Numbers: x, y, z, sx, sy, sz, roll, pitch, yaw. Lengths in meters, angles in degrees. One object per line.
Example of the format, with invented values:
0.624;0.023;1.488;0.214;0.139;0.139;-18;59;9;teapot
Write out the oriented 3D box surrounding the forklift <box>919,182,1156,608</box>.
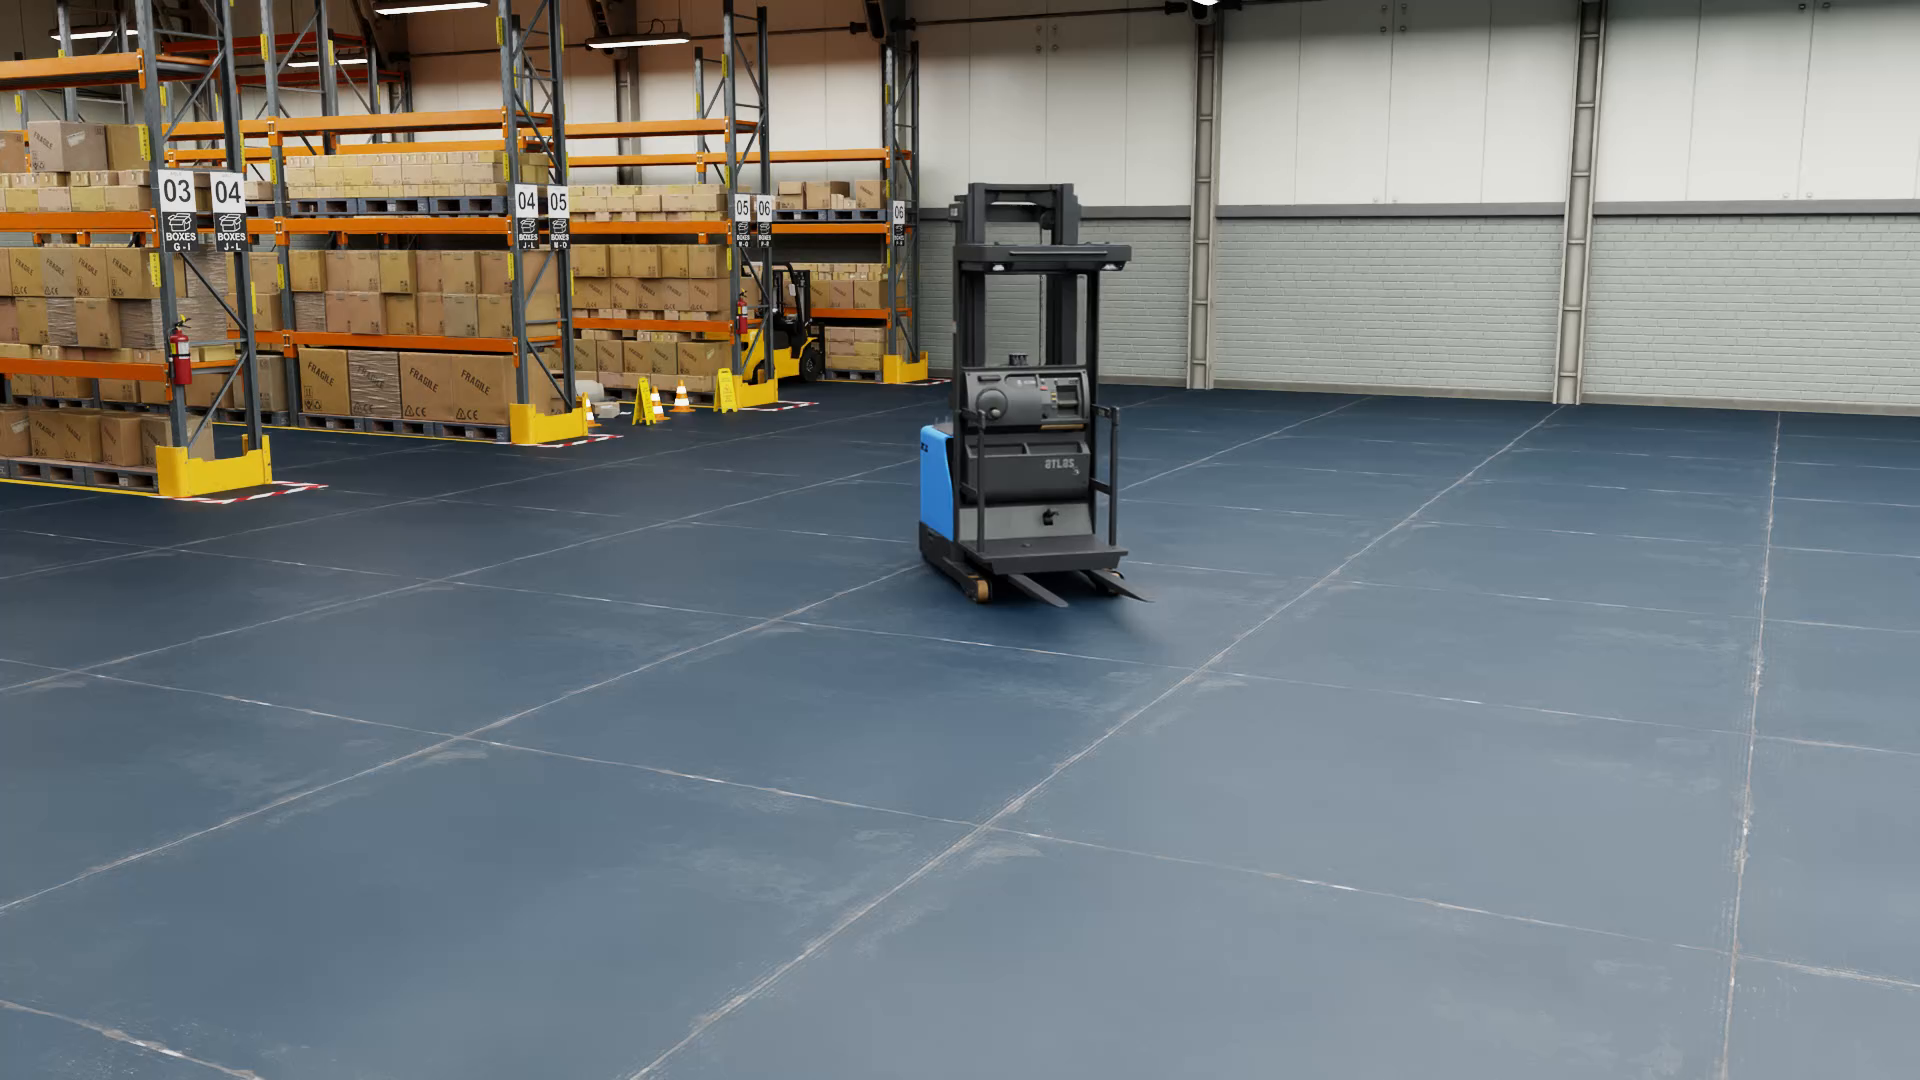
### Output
0.552;-1.073;11.927;1.130;2.935;3.031;-3;11;-15;forklift

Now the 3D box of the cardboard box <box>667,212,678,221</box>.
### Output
-4.303;-4.986;25.637;0.250;0.149;0.380;5;11;26;cardboard box

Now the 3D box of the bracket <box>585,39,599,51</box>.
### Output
-7.143;-9.742;32.685;0.430;0.232;0.235;5;11;26;bracket

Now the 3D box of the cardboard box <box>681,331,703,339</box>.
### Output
-5.068;-3.764;32.094;0.625;0.625;0.875;6;12;28;cardboard box

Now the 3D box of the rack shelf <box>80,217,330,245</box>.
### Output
-10.681;-4.375;23.577;4.000;0.370;1.077;5;11;26;rack shelf

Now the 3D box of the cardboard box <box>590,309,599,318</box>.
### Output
-5.687;-3.625;26.543;0.250;0.149;0.380;5;11;26;cardboard box

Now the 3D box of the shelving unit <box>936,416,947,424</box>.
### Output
-0.048;-0.521;14.160;0.252;1.050;0.215;5;11;26;shelving unit

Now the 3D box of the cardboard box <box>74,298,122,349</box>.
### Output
-8.568;-2.259;17.175;0.500;0.500;0.875;5;11;26;cardboard box

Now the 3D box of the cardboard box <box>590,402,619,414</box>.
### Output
-5.269;-1.956;24.621;0.380;0.149;0.250;-7;12;-33;cardboard box

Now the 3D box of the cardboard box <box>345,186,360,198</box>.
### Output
-7.798;-4.540;21.718;0.250;0.149;0.380;5;11;25;cardboard box

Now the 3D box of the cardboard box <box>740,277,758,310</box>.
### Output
-3.503;-3.856;25.995;0.500;0.500;0.500;5;11;25;cardboard box

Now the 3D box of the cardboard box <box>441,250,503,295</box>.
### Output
-6.150;-3.449;21.412;0.550;0.550;0.875;5;11;26;cardboard box

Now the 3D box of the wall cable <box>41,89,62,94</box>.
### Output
-21.173;-8.775;37.341;0.133;3.039;2.988;5;11;26;wall cable

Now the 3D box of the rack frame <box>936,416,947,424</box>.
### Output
-0.157;-0.530;14.213;0.008;1.050;0.200;5;11;26;rack frame

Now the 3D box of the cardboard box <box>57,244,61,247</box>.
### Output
-17.087;-5.618;31.940;0.250;0.149;0.380;5;12;27;cardboard box

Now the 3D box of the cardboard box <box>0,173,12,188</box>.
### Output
-9.831;-3.738;17.339;0.250;0.149;0.380;5;11;25;cardboard box

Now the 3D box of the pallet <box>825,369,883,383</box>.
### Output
-1.712;-3.053;30.506;1.213;0.211;1.003;5;11;26;pallet

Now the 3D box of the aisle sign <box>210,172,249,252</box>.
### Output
-7.397;-3.318;16.841;0.004;0.787;0.394;5;11;26;aisle sign

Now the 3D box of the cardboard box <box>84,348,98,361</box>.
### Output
-8.827;-1.941;17.239;0.250;0.149;0.380;5;11;26;cardboard box

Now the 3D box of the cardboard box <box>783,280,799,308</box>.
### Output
-2.942;-4.538;30.601;0.500;0.500;0.500;5;11;26;cardboard box

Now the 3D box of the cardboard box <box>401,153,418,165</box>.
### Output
-6.892;-4.853;21.206;0.250;0.149;0.380;5;11;25;cardboard box

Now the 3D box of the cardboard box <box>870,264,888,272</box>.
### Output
-1.422;-4.881;29.838;0.250;0.149;0.380;5;11;26;cardboard box

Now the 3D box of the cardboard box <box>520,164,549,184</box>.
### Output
-5.619;-4.663;21.277;0.500;0.250;0.500;5;11;26;cardboard box

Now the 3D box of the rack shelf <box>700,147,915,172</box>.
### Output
-2.801;-6.930;30.398;4.000;0.370;1.077;5;11;26;rack shelf

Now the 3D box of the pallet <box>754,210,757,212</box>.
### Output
-3.818;-6.056;31.095;1.213;0.211;1.003;5;11;26;pallet

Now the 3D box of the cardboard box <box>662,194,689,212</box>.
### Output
-4.223;-5.166;25.516;0.500;0.250;0.500;5;11;25;cardboard box

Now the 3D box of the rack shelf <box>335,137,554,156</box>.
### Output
-8.581;-6.452;27.757;4.000;0.370;1.077;5;11;26;rack shelf

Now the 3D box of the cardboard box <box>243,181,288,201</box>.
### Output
-9.592;-4.783;22.775;0.500;0.250;0.500;5;11;26;cardboard box

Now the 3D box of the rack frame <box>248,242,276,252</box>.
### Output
-15.356;-5.632;36.928;0.127;3.000;1.000;5;11;26;rack frame

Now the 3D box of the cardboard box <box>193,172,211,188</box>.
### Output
-7.730;-3.653;16.869;0.250;0.149;0.380;5;11;25;cardboard box

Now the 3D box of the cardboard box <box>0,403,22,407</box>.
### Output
-10.832;-1.250;18.552;0.500;0.500;0.500;5;11;24;cardboard box

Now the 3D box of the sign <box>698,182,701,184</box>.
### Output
-4.826;-6.484;30.879;0.005;0.325;0.100;5;11;26;sign

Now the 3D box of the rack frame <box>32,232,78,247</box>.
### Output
-17.549;-4.839;32.546;0.127;3.000;1.000;5;11;26;rack frame

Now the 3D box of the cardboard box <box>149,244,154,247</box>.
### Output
-14.787;-5.417;30.830;0.250;0.149;0.380;5;11;26;cardboard box

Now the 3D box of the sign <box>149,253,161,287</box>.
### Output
-7.849;-2.634;16.222;0.005;0.325;0.100;5;11;26;sign

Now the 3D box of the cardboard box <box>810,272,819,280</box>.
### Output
-2.604;-4.820;30.335;0.250;0.149;0.380;5;11;26;cardboard box

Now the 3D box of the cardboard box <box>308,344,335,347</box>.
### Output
-10.957;-3.438;29.589;0.875;0.875;0.875;5;11;25;cardboard box

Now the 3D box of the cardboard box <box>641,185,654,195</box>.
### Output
-4.730;-5.420;25.797;0.250;0.149;0.380;5;11;24;cardboard box

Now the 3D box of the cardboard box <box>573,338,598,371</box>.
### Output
-5.893;-2.986;26.744;0.500;0.500;0.500;6;12;28;cardboard box

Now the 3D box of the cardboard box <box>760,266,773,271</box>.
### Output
-3.503;-5.051;30.780;0.250;0.149;0.380;5;11;25;cardboard box

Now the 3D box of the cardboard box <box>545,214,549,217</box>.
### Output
-6.408;-5.152;26.559;0.250;0.149;0.380;5;11;26;cardboard box

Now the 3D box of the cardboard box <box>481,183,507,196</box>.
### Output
-5.748;-4.360;20.722;0.250;0.149;0.380;5;11;26;cardboard box

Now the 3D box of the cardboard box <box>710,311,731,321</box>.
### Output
-3.631;-3.450;25.576;0.250;0.149;0.380;5;12;28;cardboard box

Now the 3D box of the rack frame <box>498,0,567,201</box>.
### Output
-5.300;-5.732;20.633;0.127;3.000;1.000;5;11;26;rack frame

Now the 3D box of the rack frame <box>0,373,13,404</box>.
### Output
-11.173;-2.311;18.576;0.127;3.000;1.000;5;11;26;rack frame

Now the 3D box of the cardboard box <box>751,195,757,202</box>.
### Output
-3.957;-6.270;30.820;0.500;0.311;0.500;5;12;27;cardboard box

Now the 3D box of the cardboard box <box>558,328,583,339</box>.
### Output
-6.293;-3.326;26.801;0.250;0.149;0.380;5;11;27;cardboard box

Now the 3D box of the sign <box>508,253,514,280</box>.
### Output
-5.553;-3.381;20.570;0.005;0.325;0.100;5;11;26;sign

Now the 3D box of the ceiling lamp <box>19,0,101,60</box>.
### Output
-18.790;-11.296;34.986;0.800;3.185;2.000;5;11;26;ceiling lamp

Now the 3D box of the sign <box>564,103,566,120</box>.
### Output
-7.940;-8.580;33.304;0.005;0.325;0.100;5;11;26;sign

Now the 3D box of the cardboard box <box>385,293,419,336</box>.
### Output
-7.096;-3.015;22.045;0.500;0.550;0.875;5;11;26;cardboard box

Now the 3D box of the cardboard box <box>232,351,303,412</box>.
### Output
-9.484;-2.229;23.263;0.750;0.750;1.050;5;11;26;cardboard box

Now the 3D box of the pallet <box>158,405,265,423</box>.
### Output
-10.711;-1.868;23.957;1.213;0.211;1.003;5;11;26;pallet
